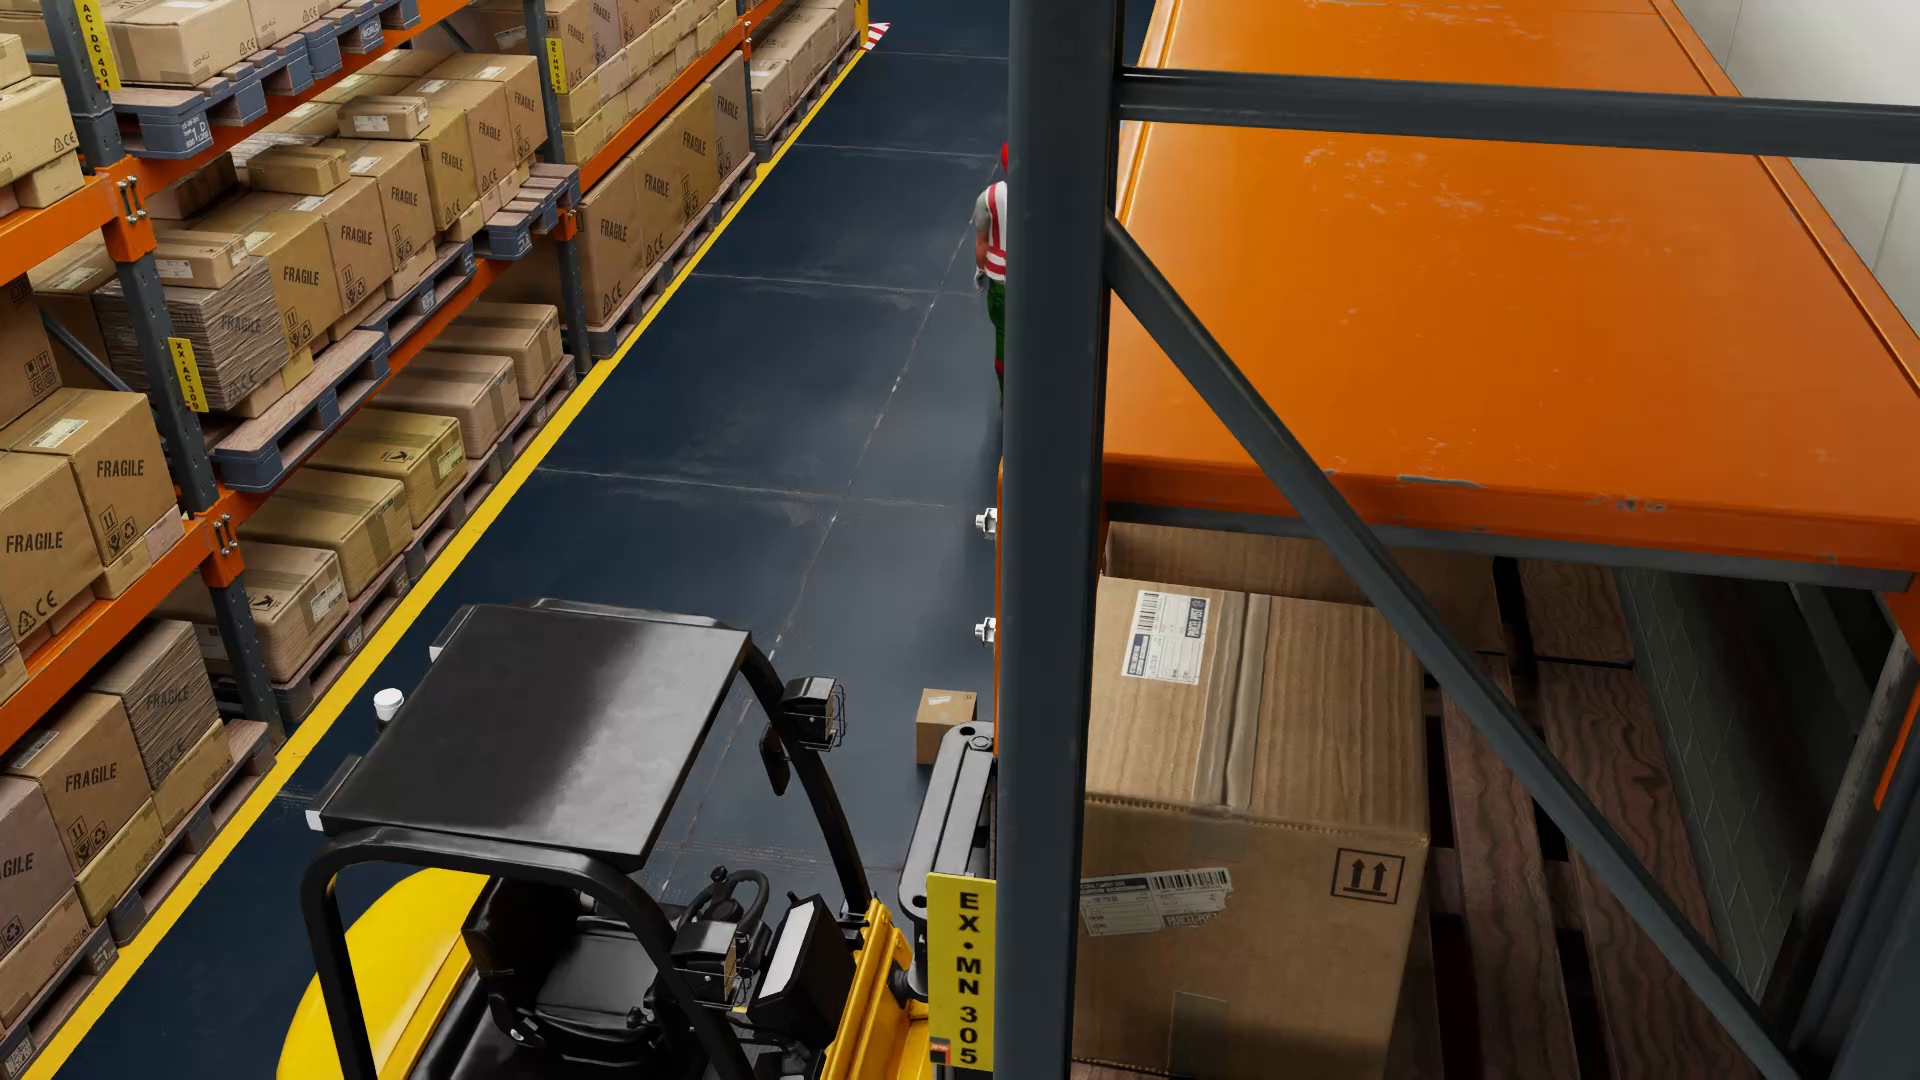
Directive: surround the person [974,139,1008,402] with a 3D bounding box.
[{"bbox_3d":[0.354,-1.625,10.153,0.542,1.784,0.461,2,32,4],"label":"person"}]
